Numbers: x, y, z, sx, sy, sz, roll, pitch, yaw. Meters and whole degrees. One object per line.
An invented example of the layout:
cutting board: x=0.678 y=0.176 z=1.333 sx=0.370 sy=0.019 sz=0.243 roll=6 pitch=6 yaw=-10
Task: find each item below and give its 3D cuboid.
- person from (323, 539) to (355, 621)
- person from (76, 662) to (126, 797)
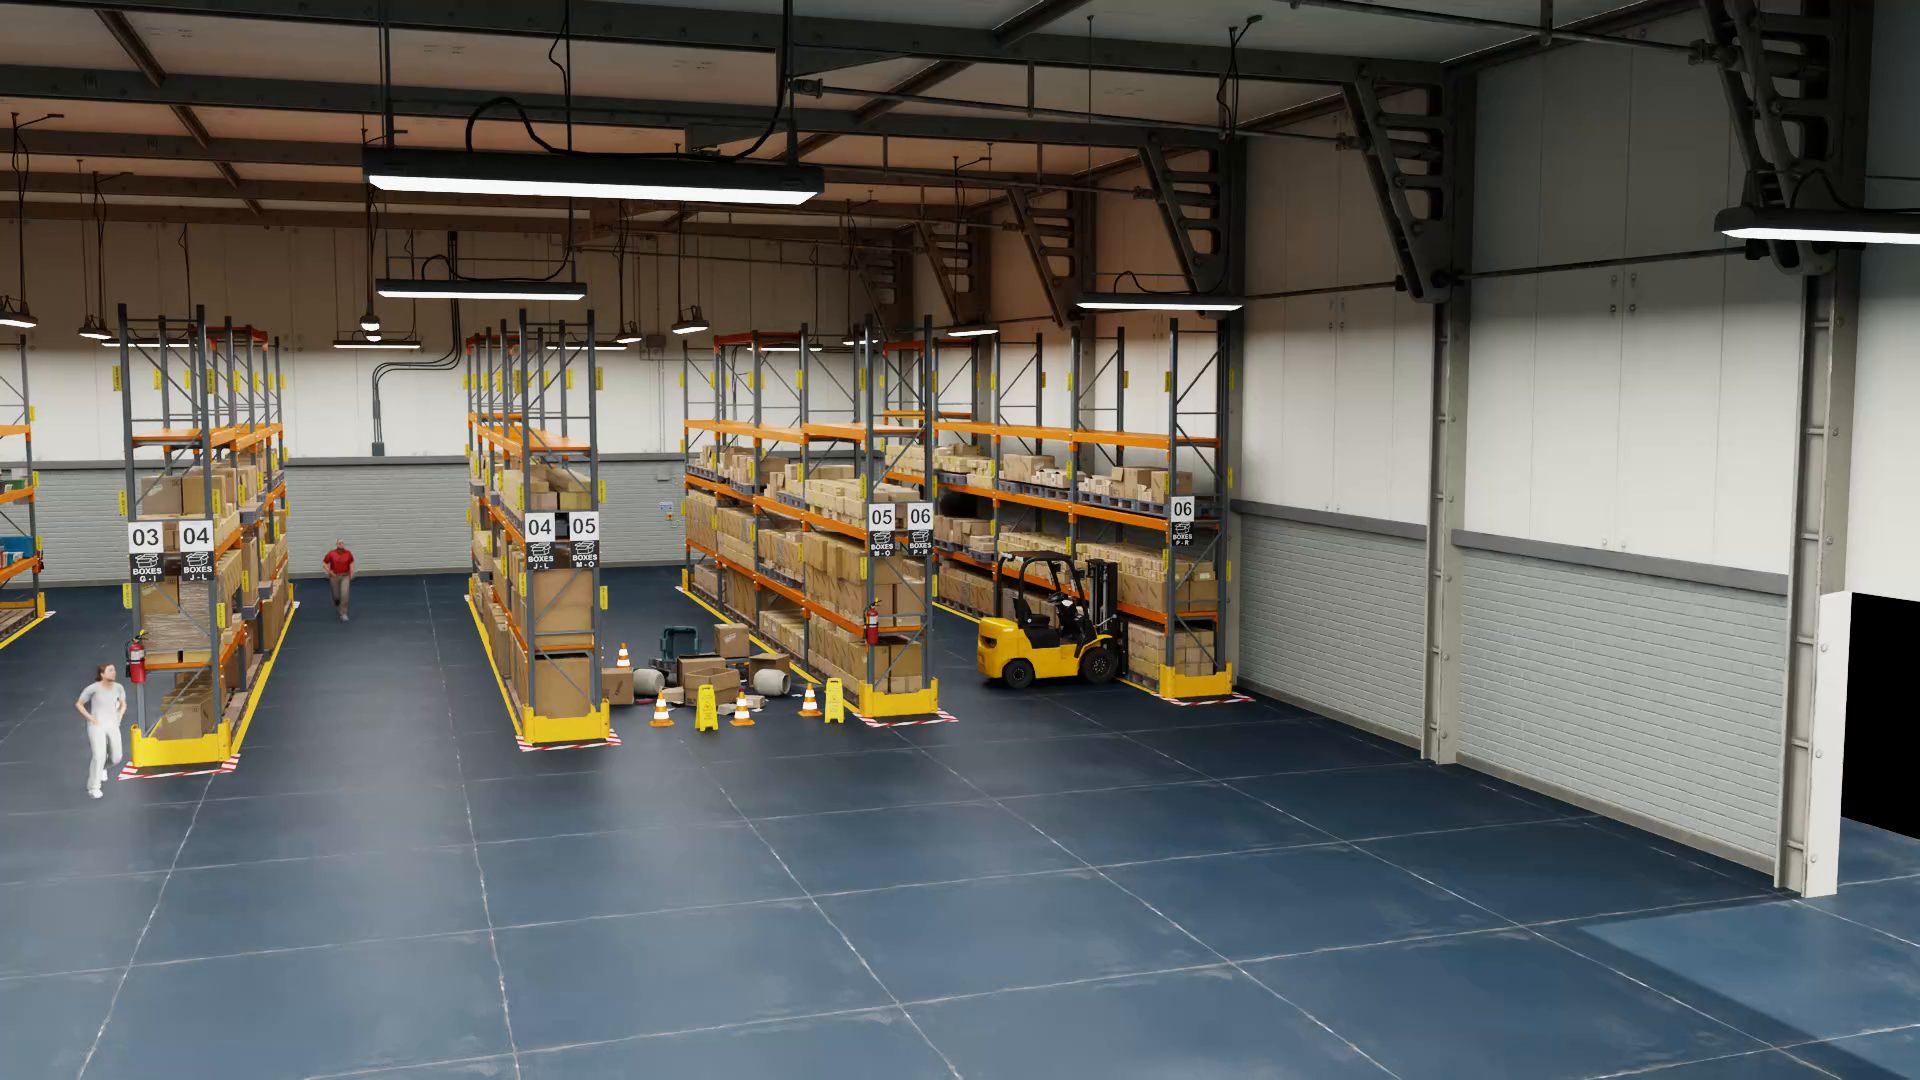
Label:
person: x=-13.142 y=0.829 z=35.238 sx=0.657 sy=1.715 sz=0.703 roll=-3 pitch=6 yaw=-29
person: x=-10.514 y=2.290 z=20.413 sx=0.624 sy=1.606 sz=0.579 roll=4 pitch=7 yaw=39
